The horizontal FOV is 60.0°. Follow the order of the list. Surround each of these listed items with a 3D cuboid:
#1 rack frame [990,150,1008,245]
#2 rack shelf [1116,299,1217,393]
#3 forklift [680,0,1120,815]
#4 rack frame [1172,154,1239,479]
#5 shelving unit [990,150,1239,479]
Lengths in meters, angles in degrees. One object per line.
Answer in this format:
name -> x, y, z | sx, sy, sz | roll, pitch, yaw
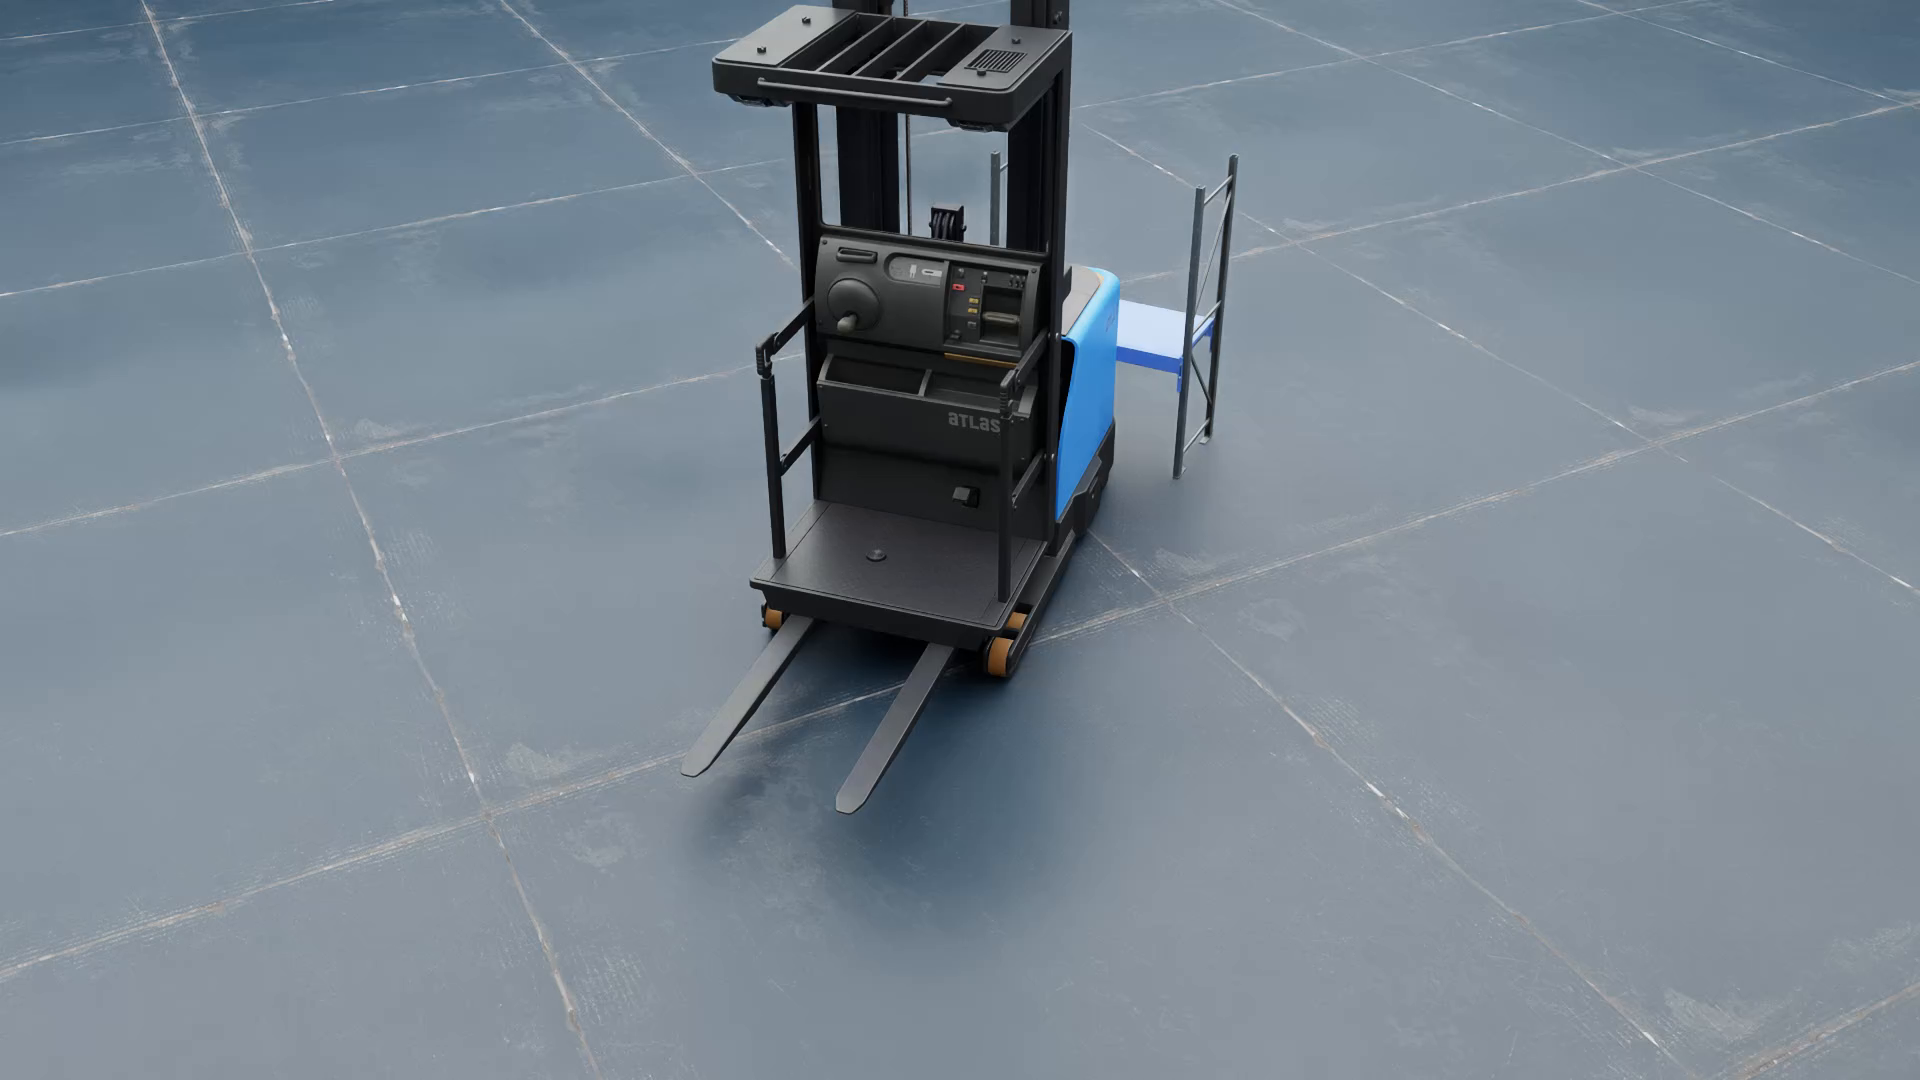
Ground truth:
rack frame -> 0.271, -1.304, 8.394 | 0.032, 1.500, 0.500 | 15, 36, 22
rack shelf -> 0.725, -1.028, 8.297 | 1.000, 0.185, 0.538 | 15, 36, 22
forklift -> -0.204, -0.915, 6.461 | 1.130, 2.935, 3.031 | 11, 34, 16
rack frame -> 1.178, -1.056, 8.007 | 0.032, 1.500, 0.500 | 15, 36, 22
shelving unit -> 0.725, -1.180, 8.200 | 1.048, 1.500, 0.538 | 15, 36, 22
